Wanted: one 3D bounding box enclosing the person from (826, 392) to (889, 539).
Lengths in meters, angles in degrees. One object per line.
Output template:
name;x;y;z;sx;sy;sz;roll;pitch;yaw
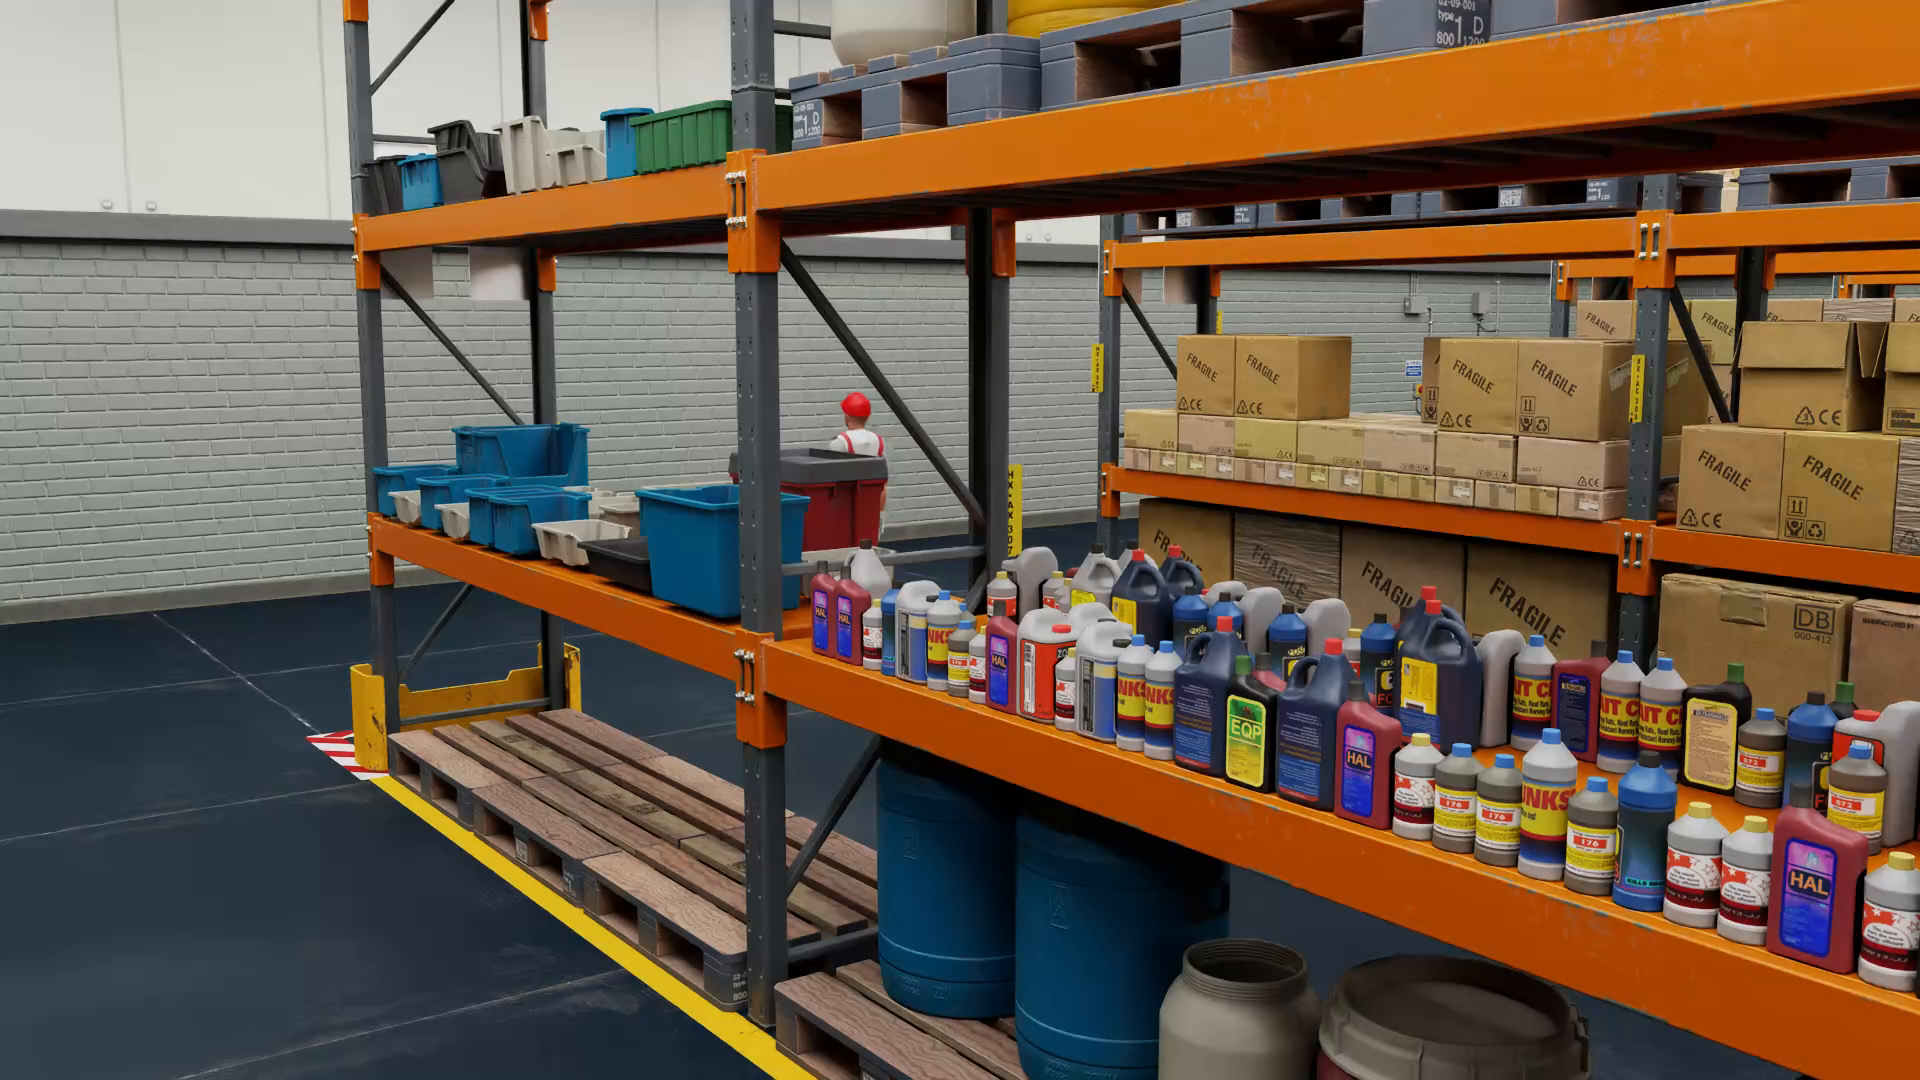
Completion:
person;-0.830;-0.191;12.078;0.850;1.767;0.545;7;11;43
